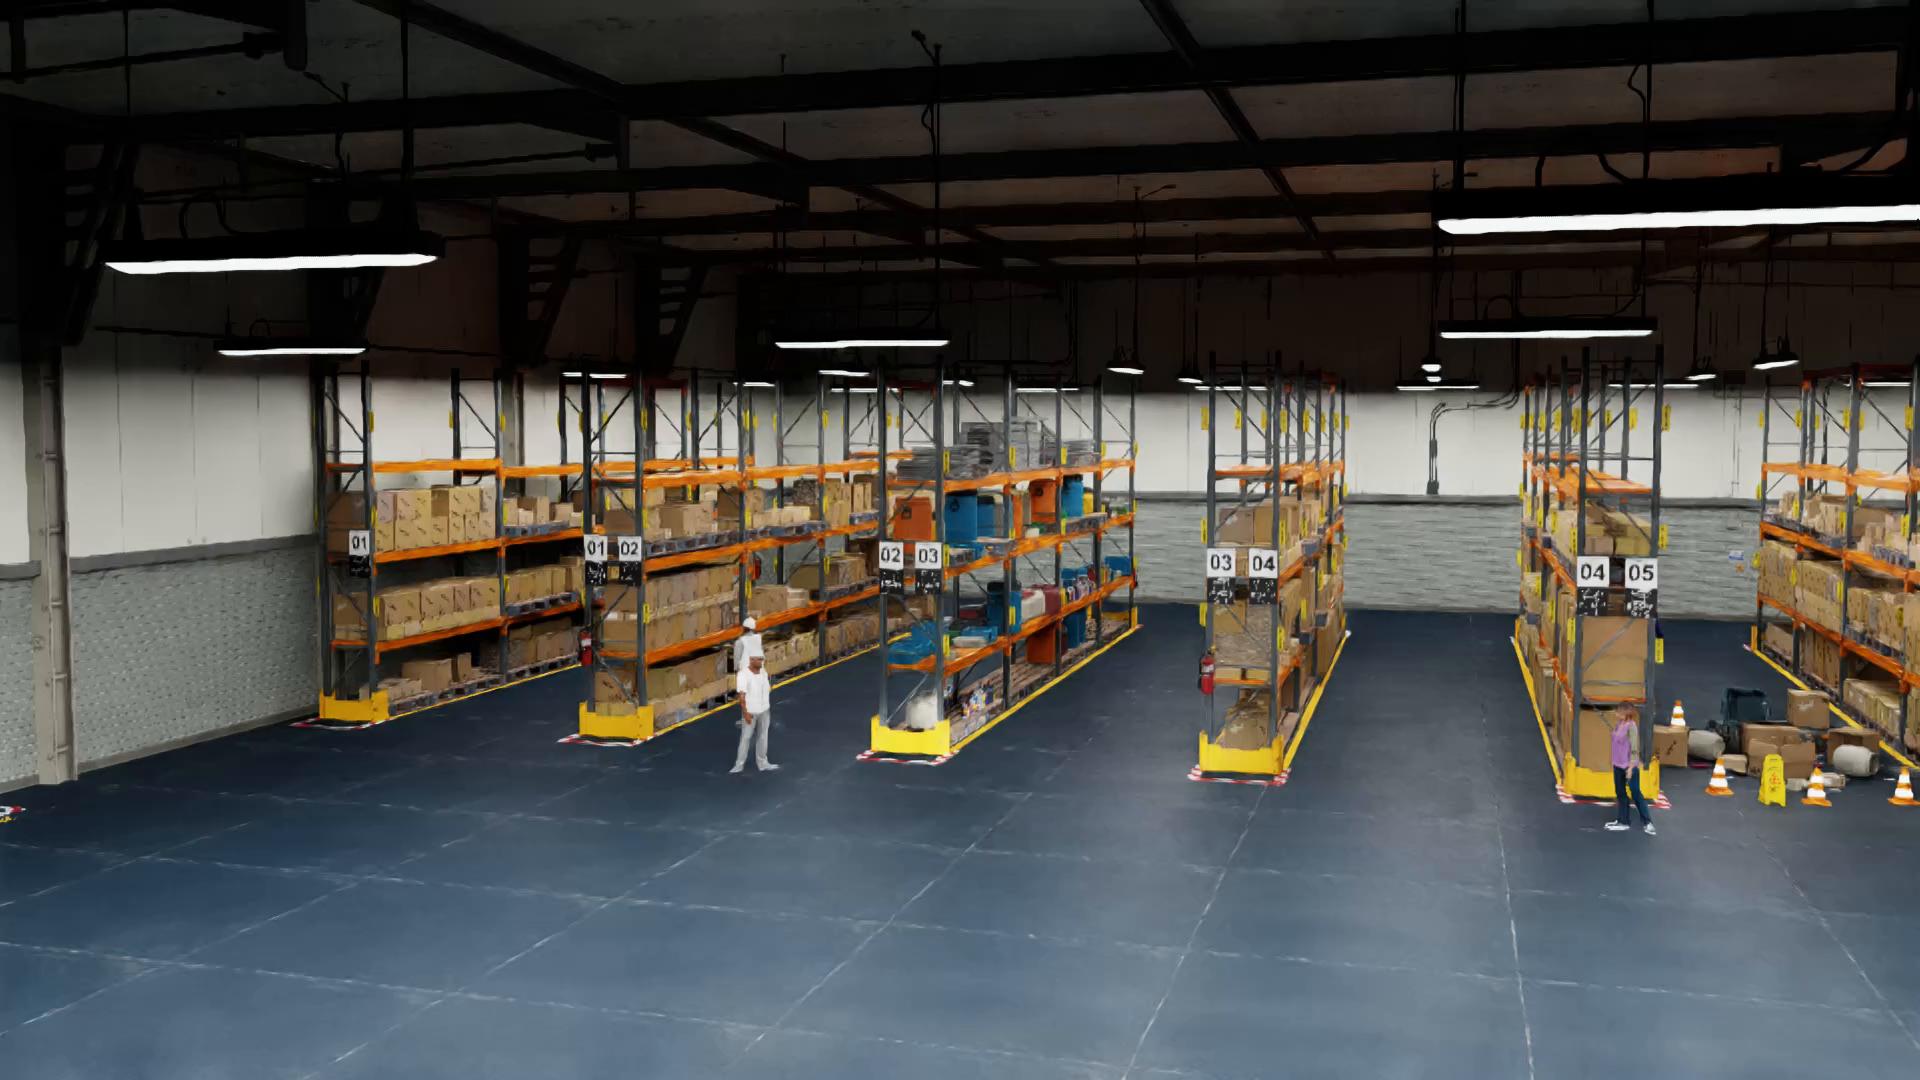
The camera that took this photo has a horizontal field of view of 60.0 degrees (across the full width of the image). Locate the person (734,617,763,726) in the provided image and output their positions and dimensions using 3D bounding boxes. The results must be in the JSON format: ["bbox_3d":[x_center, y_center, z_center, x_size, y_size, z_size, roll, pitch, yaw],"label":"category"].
[{"bbox_3d":[-3.510,2.148,27.389,0.578,1.775,0.494,-4,6,-43],"label":"person"}]

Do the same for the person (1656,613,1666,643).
[{"bbox_3d":[15.676,1.508,37.660,0.469,1.630,0.684,-1,4,-10],"label":"person"}]

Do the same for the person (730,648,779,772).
[{"bbox_3d":[-2.954,2.422,23.698,0.423,1.770,0.708,4,5,41],"label":"person"}]

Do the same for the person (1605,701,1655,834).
[{"bbox_3d":[8.202,2.778,20.274,0.437,1.573,0.602,-1,4,-10],"label":"person"}]
